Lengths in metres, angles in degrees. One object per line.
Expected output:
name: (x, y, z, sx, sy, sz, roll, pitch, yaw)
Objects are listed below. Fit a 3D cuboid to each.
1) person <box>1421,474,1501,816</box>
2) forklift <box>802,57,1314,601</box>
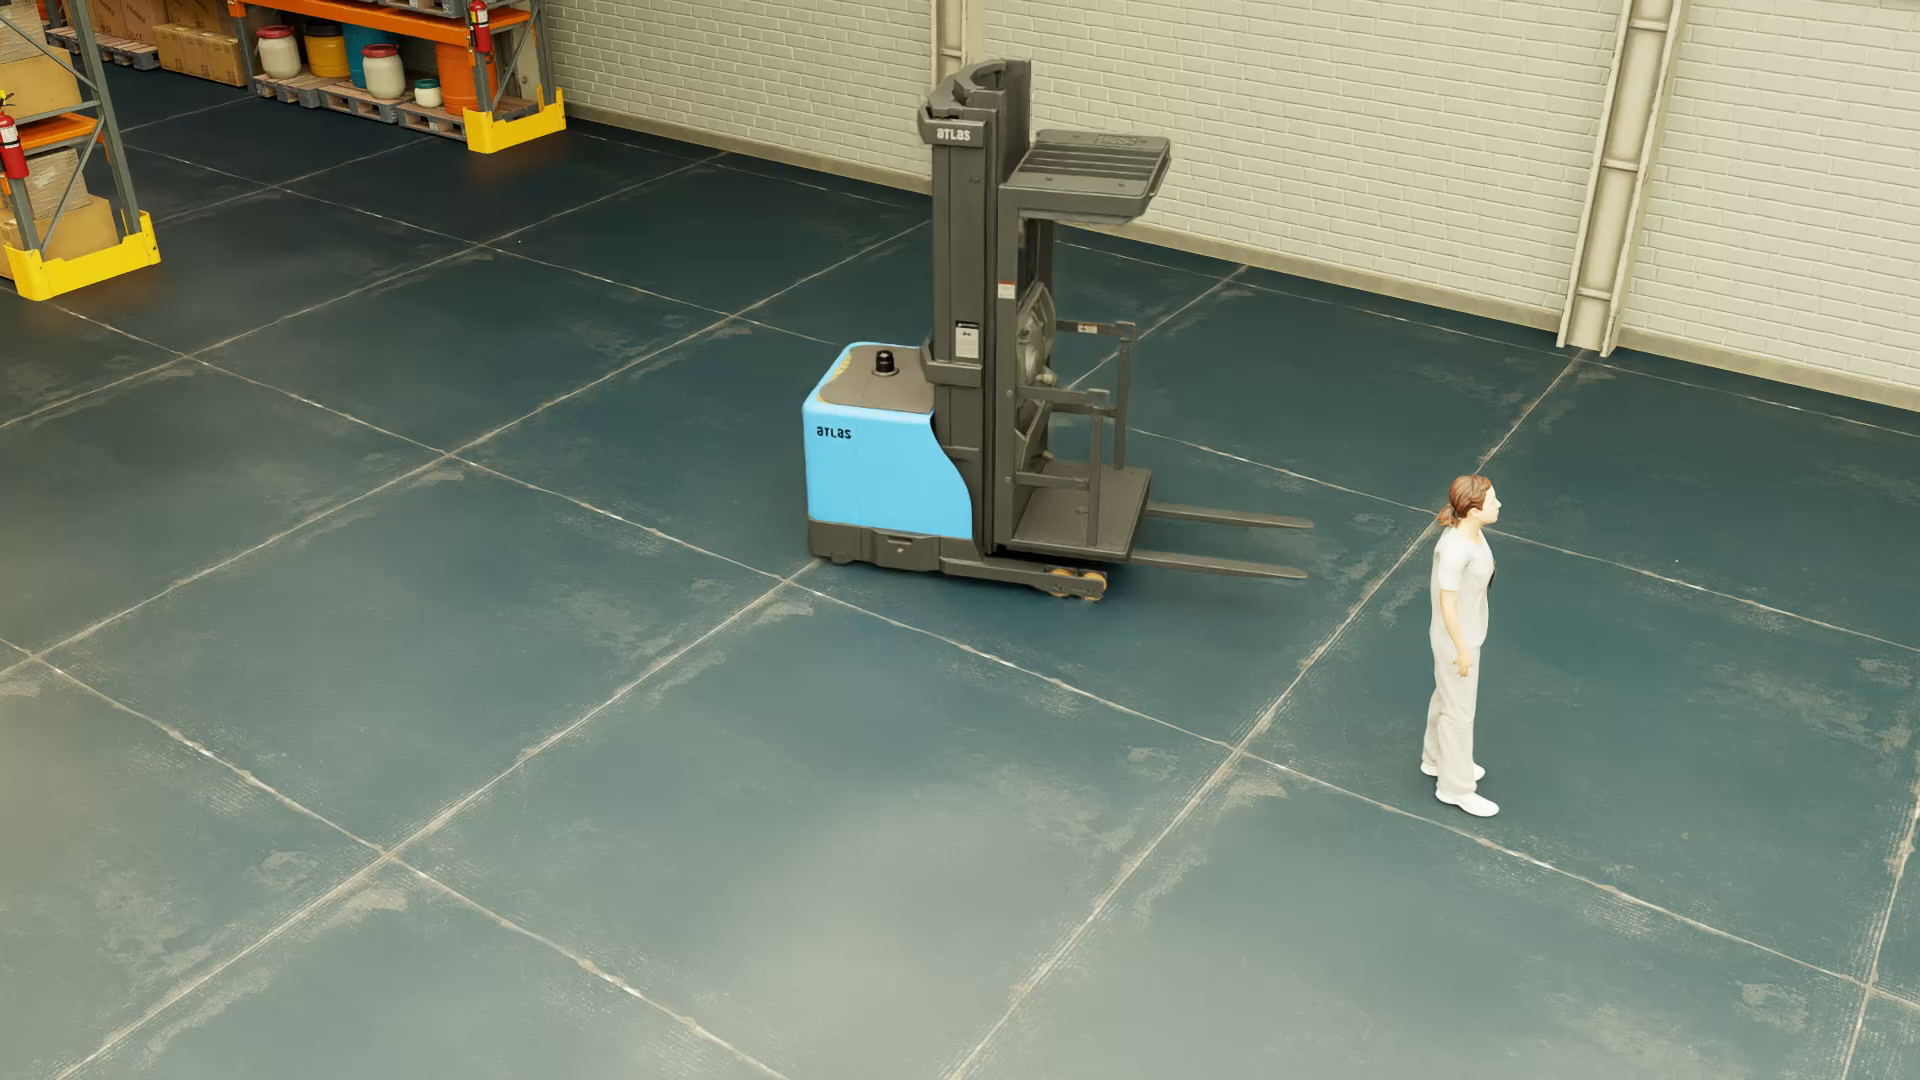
person: (2.472, 0.477, 8.009, 0.546, 1.665, 0.545, 12, 32, 20)
forklift: (0.629, -1.198, 9.644, 3.031, 2.935, 1.130, 7, 31, 12)
